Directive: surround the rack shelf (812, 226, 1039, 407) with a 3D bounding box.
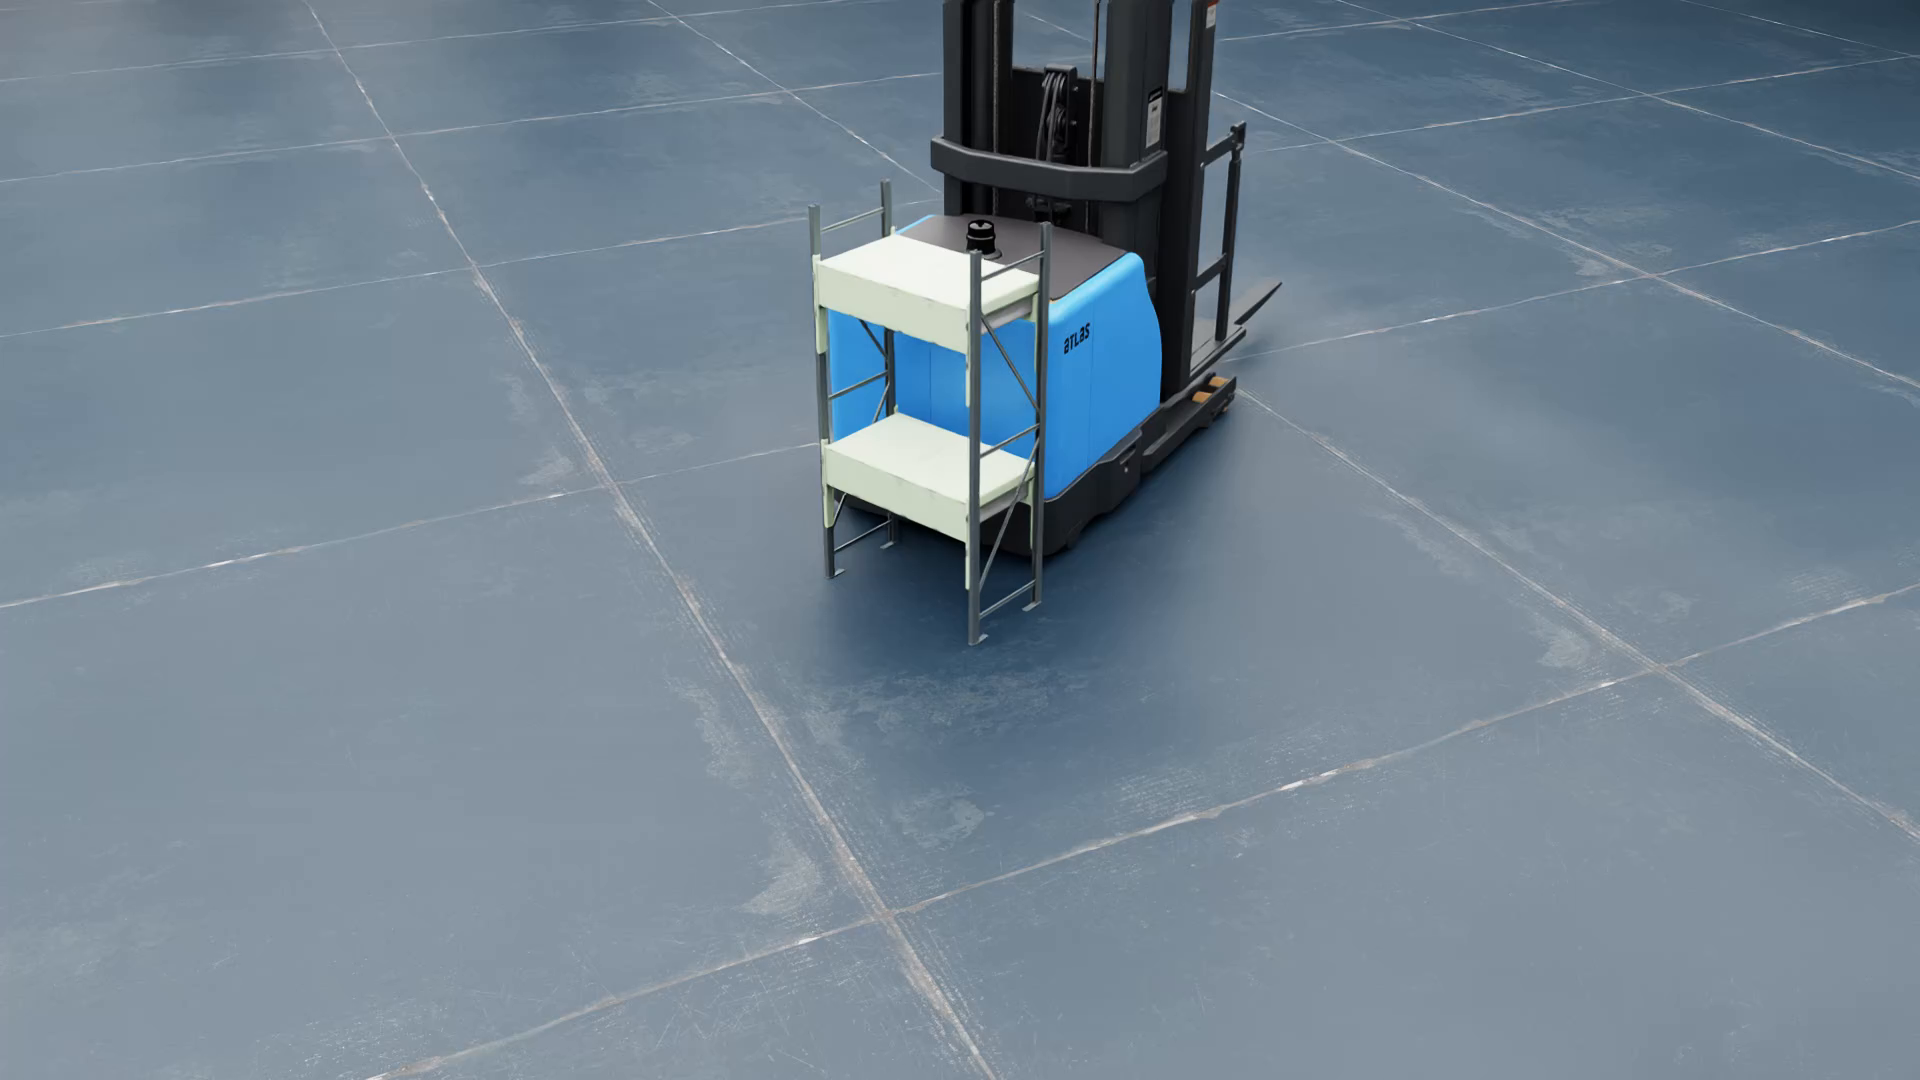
[{"bbox_3d":[-0.109,-0.798,5.841,0.720,0.370,0.431,23,36,35],"label":"rack shelf"}]

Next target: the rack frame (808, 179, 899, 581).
[{"bbox_3d":[-0.387,-0.574,6.240,0.023,1.500,0.400,23,36,35],"label":"rack frame"}]

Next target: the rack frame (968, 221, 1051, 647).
[{"bbox_3d":[0.169,-0.341,5.824,0.023,1.500,0.400,23,36,35],"label":"rack frame"}]

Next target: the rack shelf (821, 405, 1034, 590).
[{"bbox_3d":[-0.109,-0.173,6.191,0.720,0.370,0.431,23,36,35],"label":"rack shelf"}]

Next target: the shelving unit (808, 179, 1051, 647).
[{"bbox_3d":[-0.109,-0.457,6.032,0.755,1.500,0.431,23,36,35],"label":"shelving unit"}]

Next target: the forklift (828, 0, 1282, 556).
[{"bbox_3d":[0.643,-1.900,7.141,1.130,2.935,3.031,16,33,26],"label":"forklift"}]
